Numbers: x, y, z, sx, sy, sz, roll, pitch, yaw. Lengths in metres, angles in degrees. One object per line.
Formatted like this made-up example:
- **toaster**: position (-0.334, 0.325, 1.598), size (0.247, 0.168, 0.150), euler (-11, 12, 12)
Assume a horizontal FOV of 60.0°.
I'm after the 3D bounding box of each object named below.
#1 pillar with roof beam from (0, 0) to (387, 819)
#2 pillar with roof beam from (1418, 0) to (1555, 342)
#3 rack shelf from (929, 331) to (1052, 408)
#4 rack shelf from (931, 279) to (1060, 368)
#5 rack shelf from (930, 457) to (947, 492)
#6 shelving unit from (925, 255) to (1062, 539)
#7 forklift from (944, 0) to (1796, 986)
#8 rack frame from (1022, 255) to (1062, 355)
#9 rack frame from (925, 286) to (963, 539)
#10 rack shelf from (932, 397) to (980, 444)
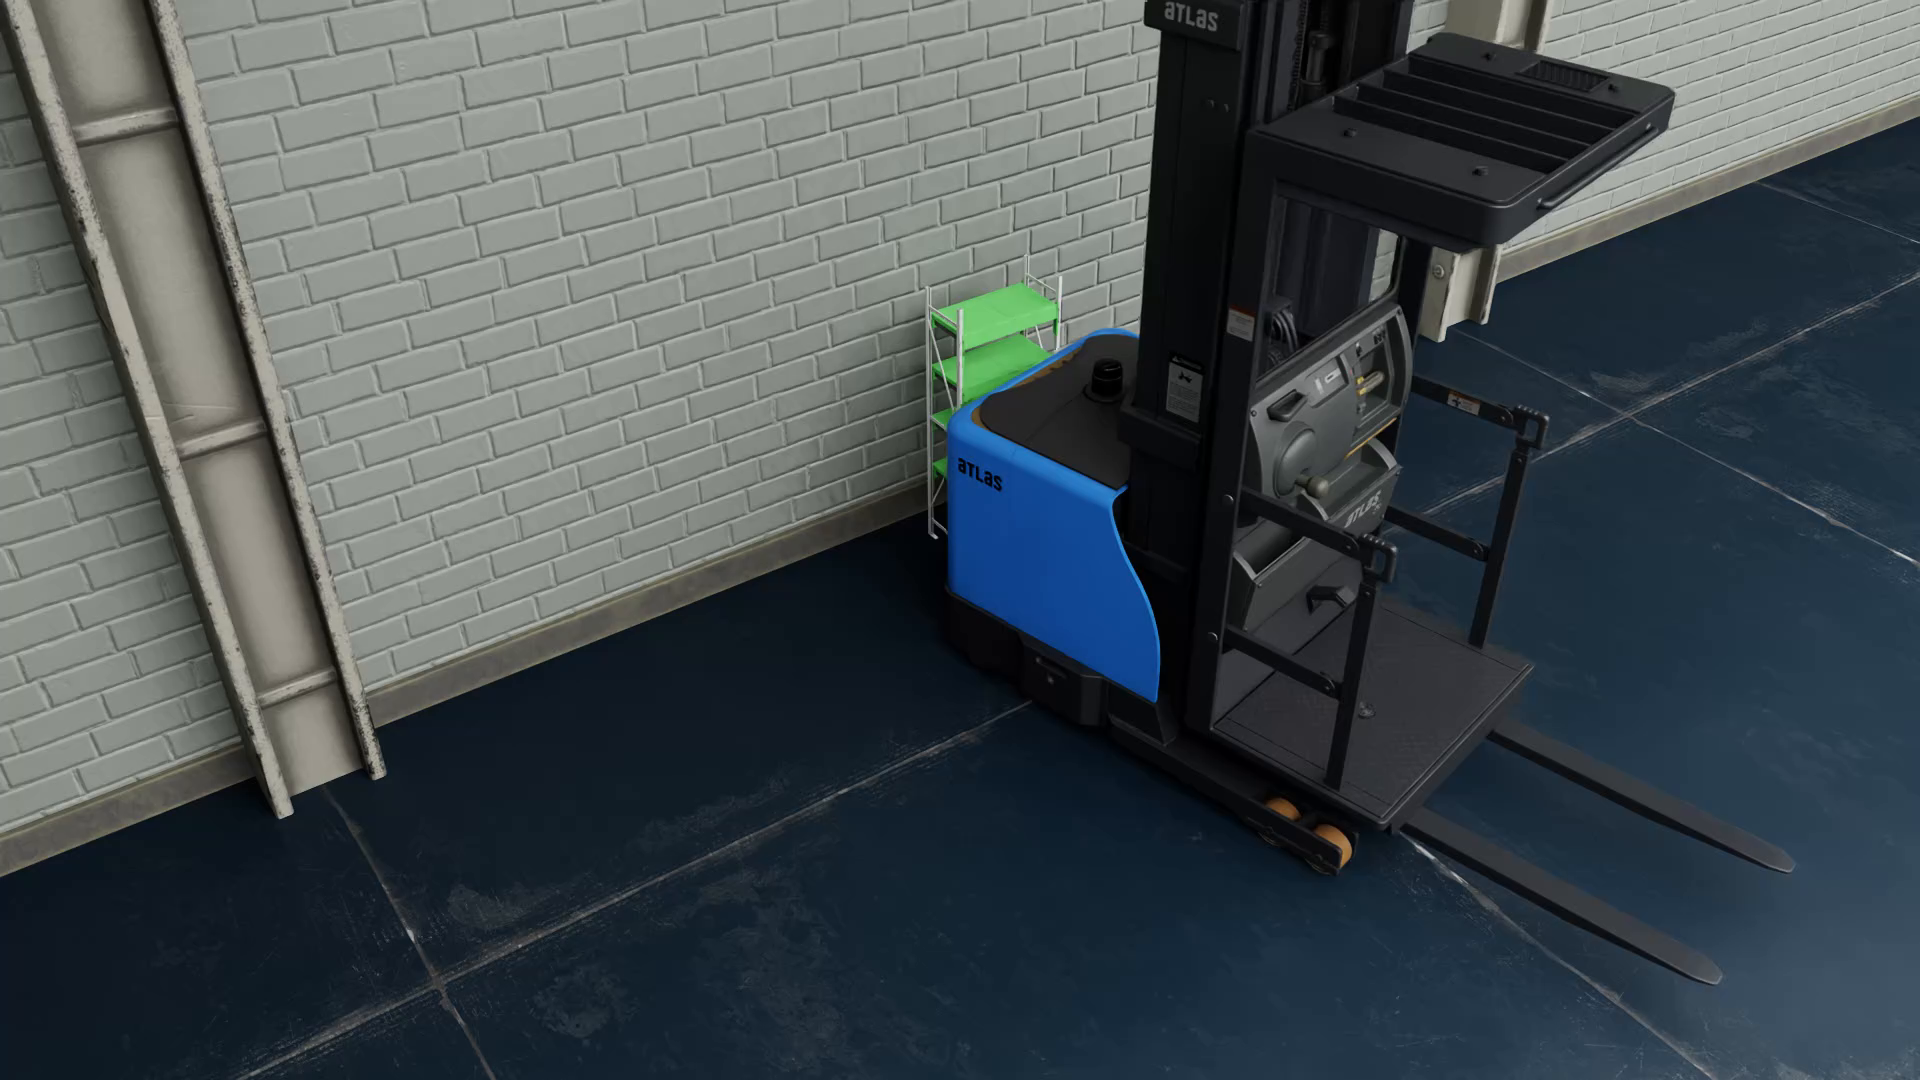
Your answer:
- **pillar with roof beam**: position (0.143, -0.750, 0.586), size (0.400, 9.000, 9.100), euler (-22, 41, -28)
- **pillar with roof beam**: position (5.048, -2.768, 3.392), size (0.400, 9.000, 9.100), euler (-22, 41, -28)
- **rack shelf**: position (0.135, -0.686, 6.874), size (0.480, 0.148, 0.258), euler (-22, 41, -28)
- **rack shelf**: position (0.135, -0.881, 6.734), size (0.480, 0.148, 0.258), euler (-22, 41, -28)
- **rack shelf**: position (0.135, -0.296, 7.155), size (0.480, 0.148, 0.258), euler (-22, 41, -28)
- **shelving unit**: position (0.135, -0.543, 6.977), size (0.503, 1.200, 0.258), euler (-22, 41, -28)
- **forklift**: position (1.370, -0.402, 5.299), size (3.031, 2.935, 1.130), euler (28, 44, 33)
- **rack frame**: position (0.335, -0.625, 7.091), size (0.015, 1.200, 0.240), euler (-22, 41, -28)
- **rack frame**: position (-0.064, -0.461, 6.863), size (0.015, 1.200, 0.240), euler (-22, 41, -28)
- **rack shelf**: position (0.135, -0.491, 7.014), size (0.480, 0.148, 0.258), euler (-22, 41, -28)
